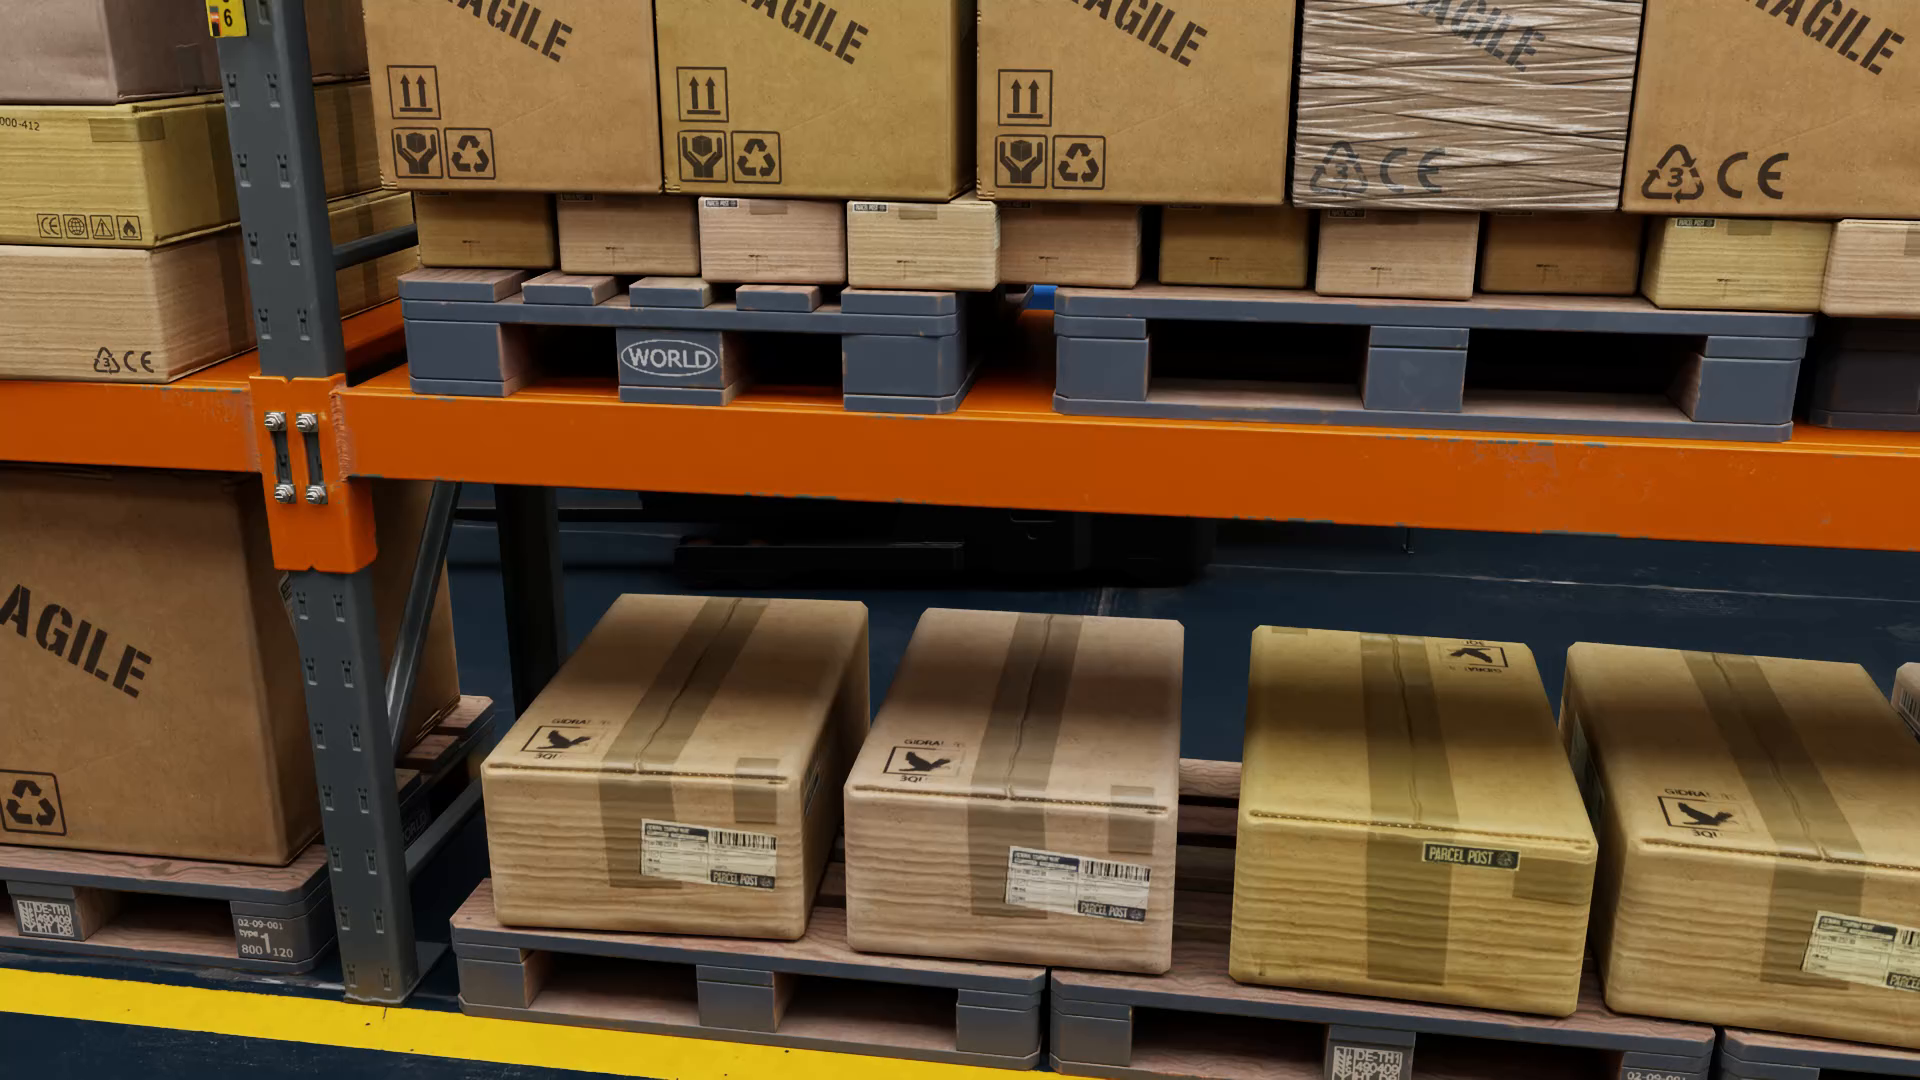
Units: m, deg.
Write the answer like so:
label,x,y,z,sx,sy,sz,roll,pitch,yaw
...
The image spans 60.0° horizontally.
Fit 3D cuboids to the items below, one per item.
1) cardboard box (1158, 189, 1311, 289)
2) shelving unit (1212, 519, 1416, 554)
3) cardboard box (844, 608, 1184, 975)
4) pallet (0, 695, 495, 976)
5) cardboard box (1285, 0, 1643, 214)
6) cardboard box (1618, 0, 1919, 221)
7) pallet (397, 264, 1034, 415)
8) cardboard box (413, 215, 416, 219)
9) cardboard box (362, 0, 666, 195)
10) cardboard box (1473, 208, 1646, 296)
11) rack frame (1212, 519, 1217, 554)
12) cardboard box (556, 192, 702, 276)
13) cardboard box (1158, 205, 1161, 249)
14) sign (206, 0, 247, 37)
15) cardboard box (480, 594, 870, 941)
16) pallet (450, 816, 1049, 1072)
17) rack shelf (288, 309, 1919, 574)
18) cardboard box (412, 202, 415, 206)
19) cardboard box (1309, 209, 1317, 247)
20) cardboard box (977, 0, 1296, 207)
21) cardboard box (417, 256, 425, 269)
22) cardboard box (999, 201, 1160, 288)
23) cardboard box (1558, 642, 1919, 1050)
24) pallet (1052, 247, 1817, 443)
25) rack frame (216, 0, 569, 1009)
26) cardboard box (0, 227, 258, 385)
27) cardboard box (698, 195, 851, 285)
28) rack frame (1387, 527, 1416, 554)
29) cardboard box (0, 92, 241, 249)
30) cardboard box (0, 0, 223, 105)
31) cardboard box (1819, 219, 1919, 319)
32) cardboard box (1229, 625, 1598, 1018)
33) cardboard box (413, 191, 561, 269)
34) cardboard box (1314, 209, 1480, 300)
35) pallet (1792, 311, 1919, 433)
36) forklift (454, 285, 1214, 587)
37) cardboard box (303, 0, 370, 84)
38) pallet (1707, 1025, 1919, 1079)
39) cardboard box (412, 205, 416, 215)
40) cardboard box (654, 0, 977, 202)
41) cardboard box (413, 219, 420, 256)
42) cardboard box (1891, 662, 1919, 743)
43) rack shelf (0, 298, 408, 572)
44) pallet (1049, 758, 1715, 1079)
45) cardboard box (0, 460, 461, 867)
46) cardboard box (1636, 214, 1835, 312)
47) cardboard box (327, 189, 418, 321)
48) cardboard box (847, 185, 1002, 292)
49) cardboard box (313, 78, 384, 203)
label,x,y,z,sx,sy,sz,roll,pitch,yaw
cardboard box,0.500,-0.560,2.984,0.250,0.149,0.380,4,19,11
shelving unit,1.302,-0.723,6.100,0.755,1.500,0.431,0,18,1
cardboard box,0.154,0.495,3.575,0.625,0.372,0.950,3,19,8
pallet,-1.899,0.641,4.054,1.213,0.211,1.003,3,19,9
cardboard box,0.809,-0.834,2.780,0.500,0.500,0.500,2,19,7
cardboard box,1.326,-0.808,2.702,0.500,0.500,0.500,4,19,11
pallet,-0.412,-0.524,3.445,1.003,0.211,1.213,3,19,9
cardboard box,-2.931,-1.561,8.498,0.250,0.149,0.380,3,19,9
cardboard box,-0.725,-0.910,3.008,0.500,0.500,0.500,2,19,7
cardboard box,1.017,-0.537,2.915,0.250,0.149,0.380,2,19,7
rack frame,0.936,-0.725,6.105,0.023,1.500,0.400,0,18,1
cardboard box,-0.567,-0.598,3.098,0.250,0.149,0.380,2,19,5
cardboard box,0.510,-0.689,3.368,0.250,0.149,0.380,3,19,9
sign,-1.217,-0.993,2.718,0.005,0.325,0.100,3,19,9
cardboard box,-0.576,0.461,3.678,0.625,0.372,0.950,2,19,5
pallet,-0.361,0.744,3.746,1.213,0.211,1.003,3,19,9
rack shelf,0.843,-0.176,3.235,4.000,0.370,1.077,3,19,9
cardboard box,-3.130,-1.742,9.037,0.250,0.149,0.380,2,19,6
cardboard box,0.771,-0.702,3.407,0.250,0.149,0.380,2,19,7
cardboard box,0.316,-0.862,2.863,0.500,0.500,0.500,3,19,10
cardboard box,-2.837,-1.243,8.568,0.500,0.500,0.500,2,19,7
cardboard box,0.215,-0.562,2.990,0.250,0.149,0.380,4,19,12
cardboard box,1.589,0.570,3.352,0.625,0.372,0.950,4,19,12
pallet,0.829,-0.440,3.193,1.213,0.211,1.003,3,19,9
rack frame,-1.132,-0.618,3.422,0.127,3.000,1.000,3,19,9
cardboard box,-1.673,-0.491,3.279,0.500,0.250,0.500,2,19,7
cardboard box,-0.304,-0.570,3.014,0.250,0.149,0.380,2,19,5
rack frame,1.667,-0.722,6.096,0.023,1.500,0.400,0,18,1
cardboard box,-1.651,-0.728,3.201,0.500,0.250,0.500,3,19,8
cardboard box,-1.684,-1.083,3.080,0.500,0.500,0.500,2,19,7
cardboard box,1.496,-0.468,2.709,0.250,0.149,0.380,3,19,9
cardboard box,0.902,0.535,3.455,0.625,0.372,0.950,4,19,10
cardboard box,-0.841,-0.623,3.172,0.250,0.149,0.380,2,19,5
cardboard box,0.747,-0.527,2.884,0.250,0.149,0.380,4,19,10
pallet,2.086,-0.409,3.102,1.213,0.211,1.003,3,19,9
forklift,-0.623,-1.392,5.845,3.031,2.935,1.130,0,19,1
cardboard box,-1.580,-1.241,3.551,0.500,0.500,0.500,2,19,7
pallet,2.048,0.867,3.379,1.213,0.211,1.003,3,19,9
cardboard box,-2.866,-1.711,8.945,0.250,0.149,0.380,3,19,10
cardboard box,-0.209,-0.886,2.936,0.500,0.500,0.500,4,19,11
cardboard box,-2.687,-1.548,8.458,0.250,0.149,0.380,4,19,11
cardboard box,2.299,0.605,3.247,0.625,0.372,0.950,3,19,9
rack shelf,-3.107,-0.377,3.837,4.000,0.370,1.077,3,19,9
pallet,0.840,0.807,3.560,1.213,0.211,1.003,3,19,9
cardboard box,-1.801,0.130,3.874,0.875,0.875,0.875,3,19,8
cardboard box,1.260,-0.492,2.779,0.250,0.149,0.380,3,19,9
cardboard box,-1.575,-0.650,3.755,0.500,0.250,0.500,3,19,8
cardboard box,-0.036,-0.550,2.953,0.250,0.149,0.380,3,19,9
cardboard box,-1.593,-0.887,3.674,0.500,0.250,0.500,3,19,8
